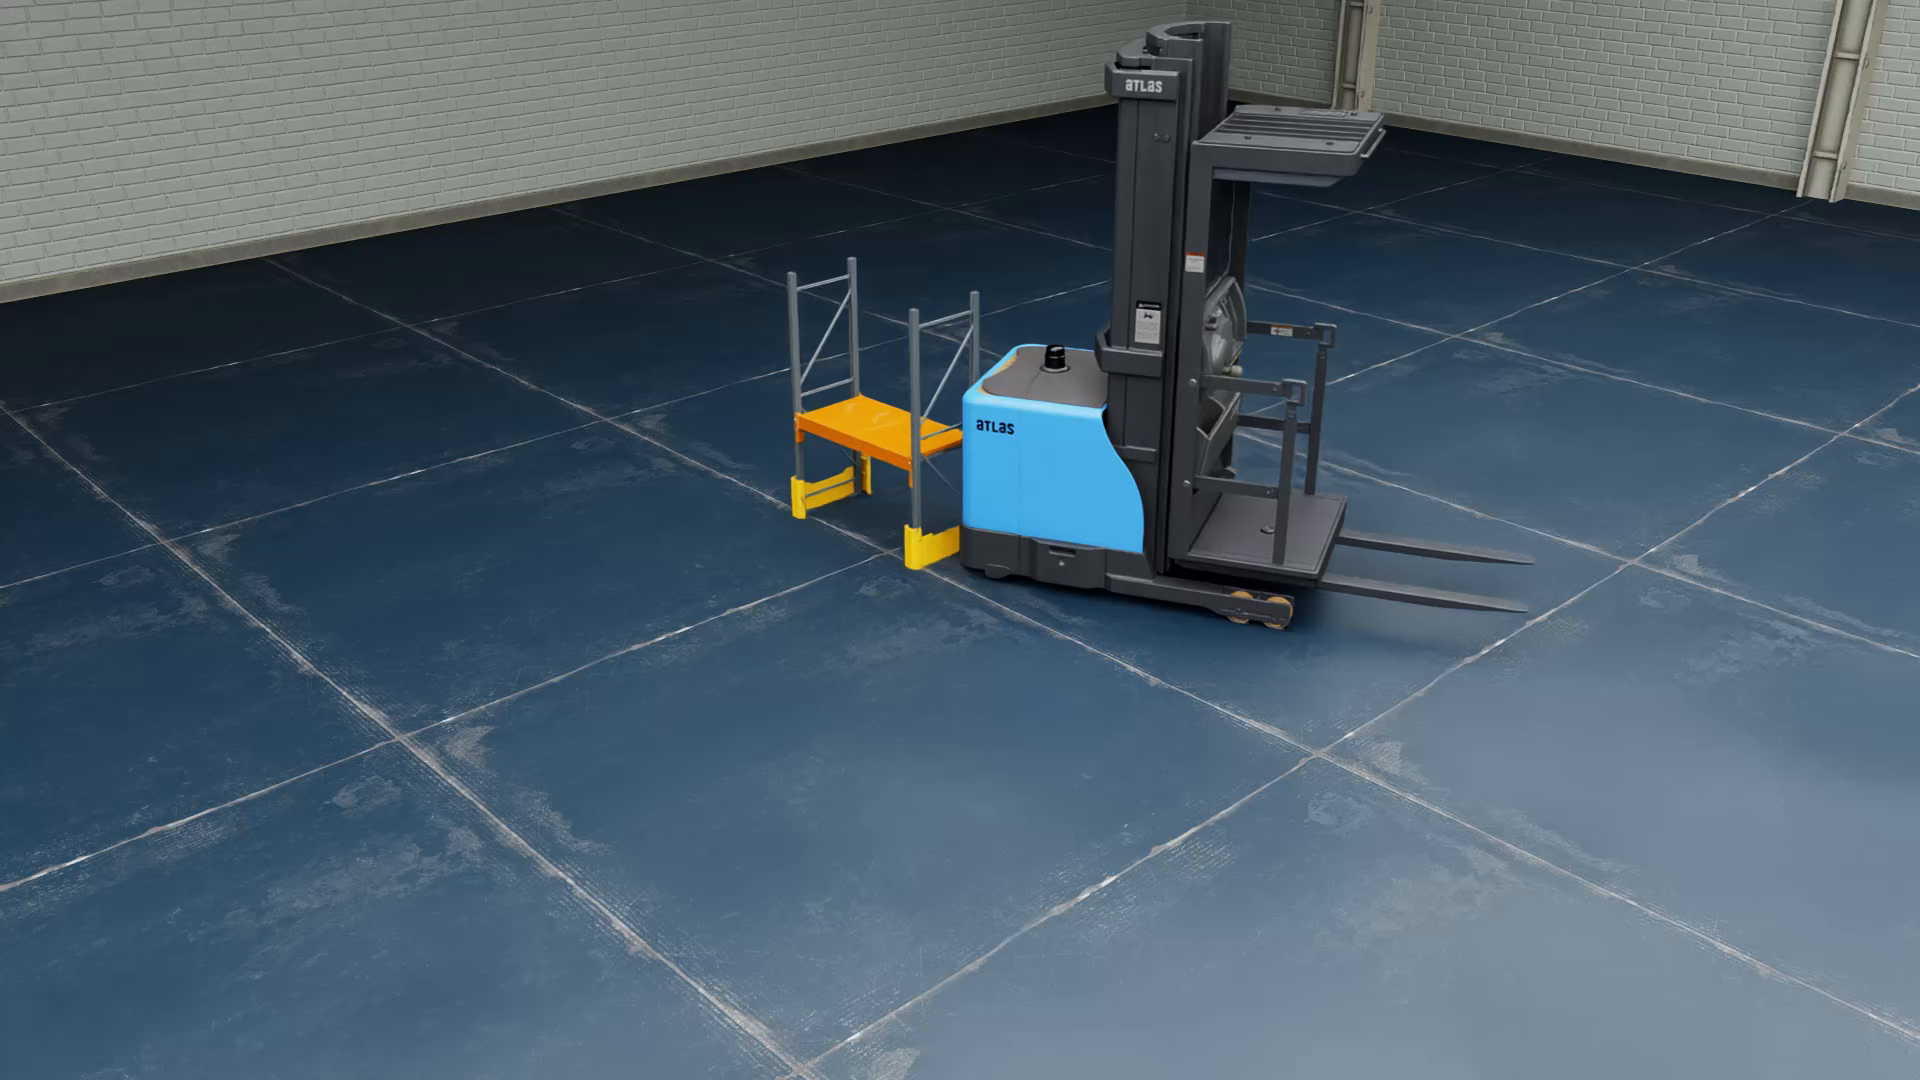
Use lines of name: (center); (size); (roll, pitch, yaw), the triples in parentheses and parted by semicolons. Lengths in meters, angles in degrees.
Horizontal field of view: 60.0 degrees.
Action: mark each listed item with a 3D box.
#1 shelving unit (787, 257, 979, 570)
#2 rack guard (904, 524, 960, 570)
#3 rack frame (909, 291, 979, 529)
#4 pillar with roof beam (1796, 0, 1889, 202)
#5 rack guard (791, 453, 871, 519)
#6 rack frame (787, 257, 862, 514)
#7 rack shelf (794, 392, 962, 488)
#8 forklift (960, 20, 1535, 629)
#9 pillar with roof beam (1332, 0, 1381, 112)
shelving unit: (-0.434, -0.755, 9.599); (0.587, 1.500, 1.083); (-22, 33, -40)
rack guard: (-0.083, -0.040, 9.537); (0.587, 0.250, 0.087); (-22, 33, -40)
rack frame: (-0.082, -0.609, 9.277); (0.500, 1.500, 0.032); (-22, 33, -40)
pillar with roof beam: (6.063, -6.541, 13.247); (9.100, 9.000, 0.400); (-21, 32, -38)
rack guard: (-0.785, -0.333, 10.180); (0.587, 0.250, 0.087); (-22, 33, -40)
rack frame: (-0.799, -0.908, 9.933); (0.500, 1.500, 0.032); (-22, 33, -40)
rack shelf: (-0.440, -0.594, 9.679); (0.538, 0.185, 1.000); (-22, 33, -40)
forklift: (1.570, -1.116, 8.664); (3.031, 2.935, 1.130); (9, 26, 18)
pillar with roof beam: (1.962, -8.359, 17.232); (9.100, 9.000, 0.400); (-21, 32, -38)
